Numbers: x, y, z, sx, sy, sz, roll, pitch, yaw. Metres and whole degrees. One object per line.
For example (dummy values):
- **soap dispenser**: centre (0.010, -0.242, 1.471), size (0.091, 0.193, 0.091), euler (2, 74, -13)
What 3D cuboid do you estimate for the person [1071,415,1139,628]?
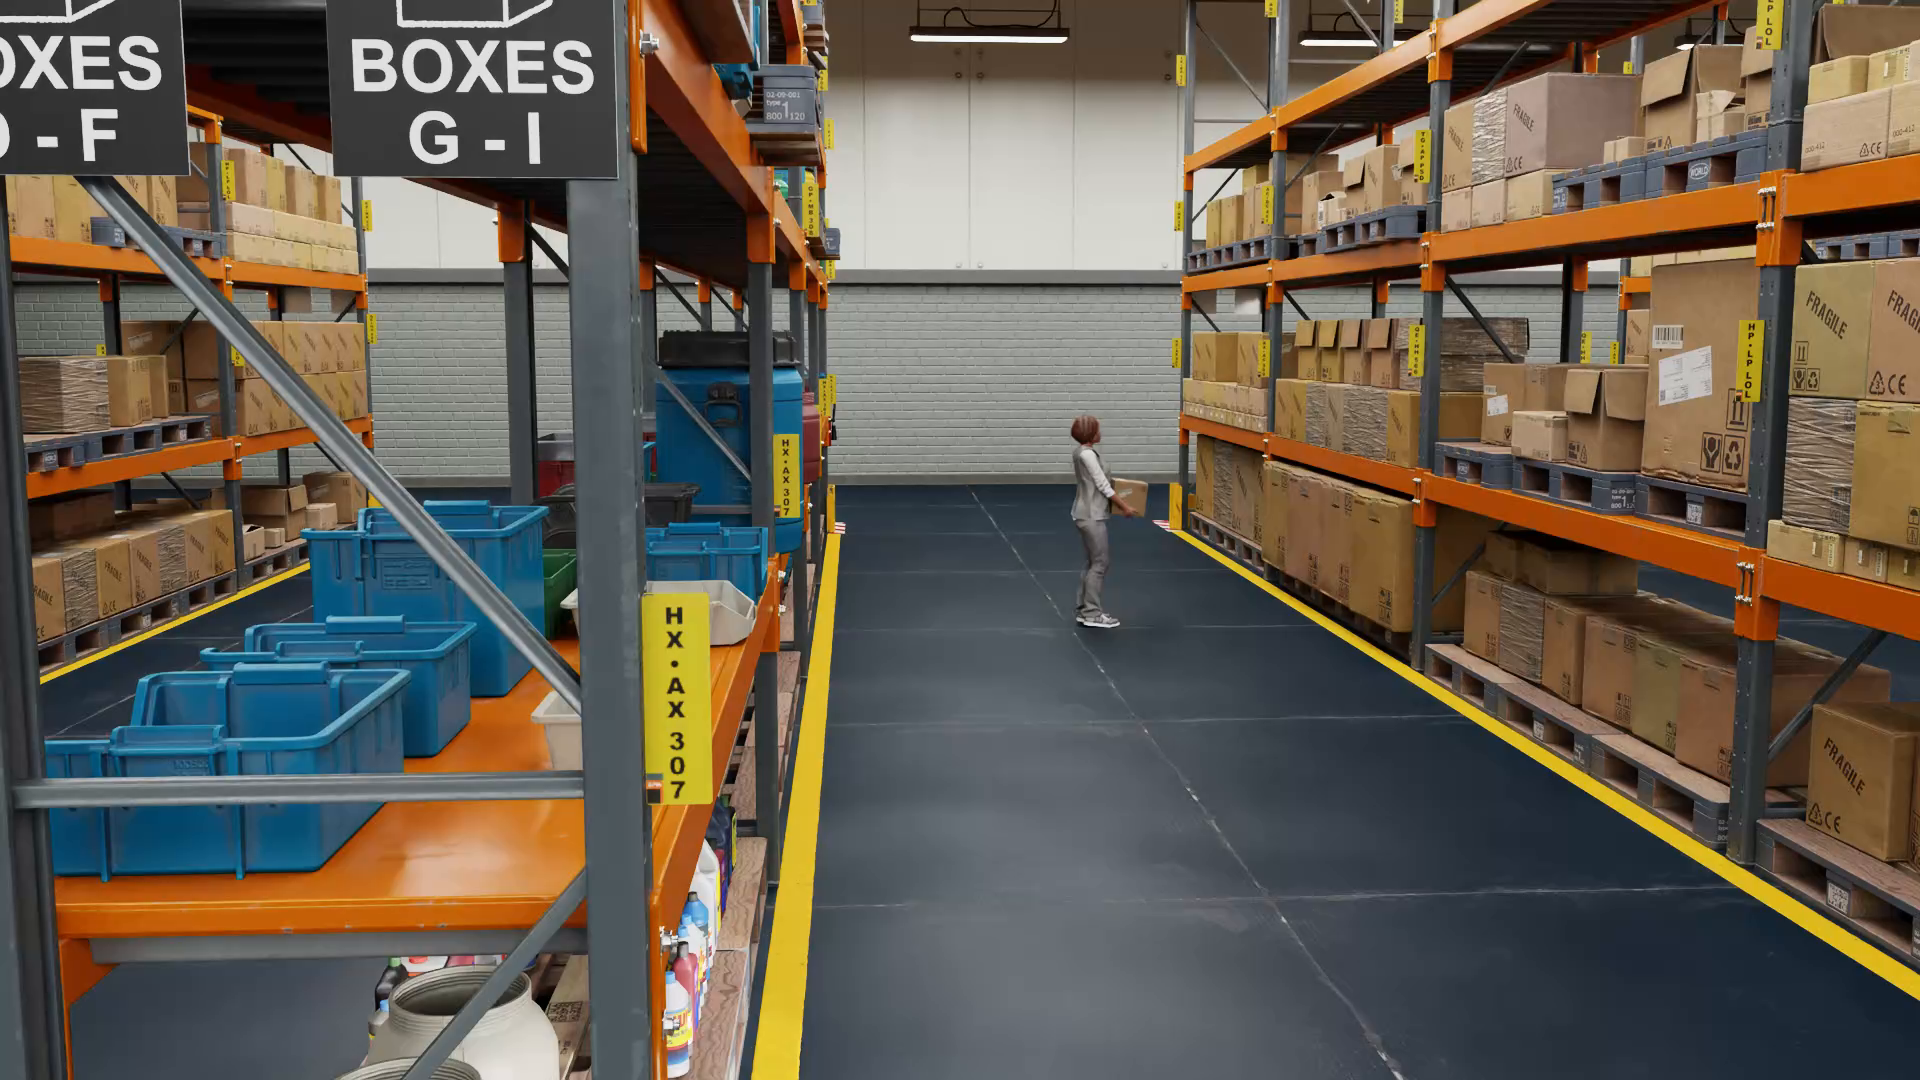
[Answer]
- **person**: centre (1.079, -0.146, 12.501), size (0.496, 1.591, 0.404), euler (0, 7, -3)
